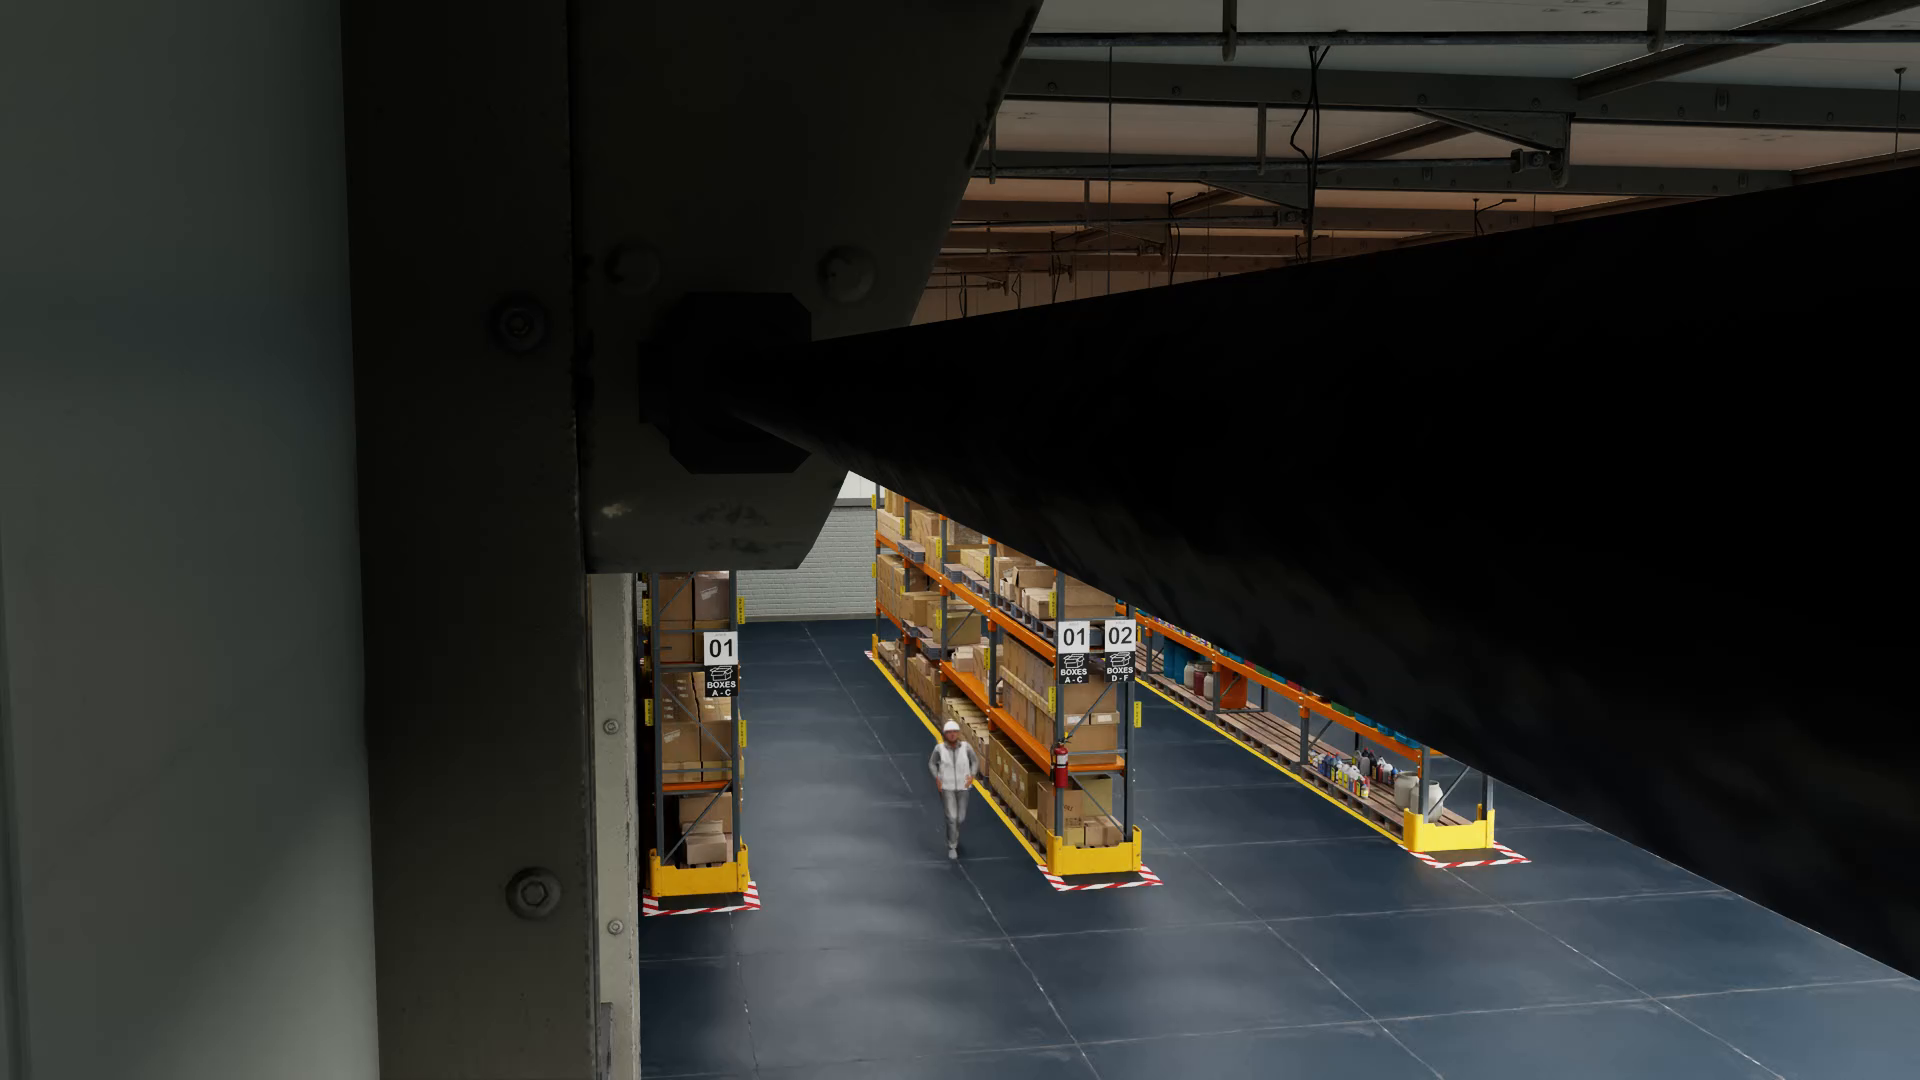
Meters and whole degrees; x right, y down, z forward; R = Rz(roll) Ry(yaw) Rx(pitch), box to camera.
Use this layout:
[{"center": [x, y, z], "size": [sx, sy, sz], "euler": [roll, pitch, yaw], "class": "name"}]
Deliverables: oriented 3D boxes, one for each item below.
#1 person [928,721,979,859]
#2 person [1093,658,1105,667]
[{"center": [-0.080, 3.234, 21.799], "size": [0.671, 1.794, 0.700], "euler": [-1, 6, -7], "class": "person"}, {"center": [2.503, 2.425, 30.310], "size": [0.503, 1.639, 0.703], "euler": [-3, 7, -27], "class": "person"}]
